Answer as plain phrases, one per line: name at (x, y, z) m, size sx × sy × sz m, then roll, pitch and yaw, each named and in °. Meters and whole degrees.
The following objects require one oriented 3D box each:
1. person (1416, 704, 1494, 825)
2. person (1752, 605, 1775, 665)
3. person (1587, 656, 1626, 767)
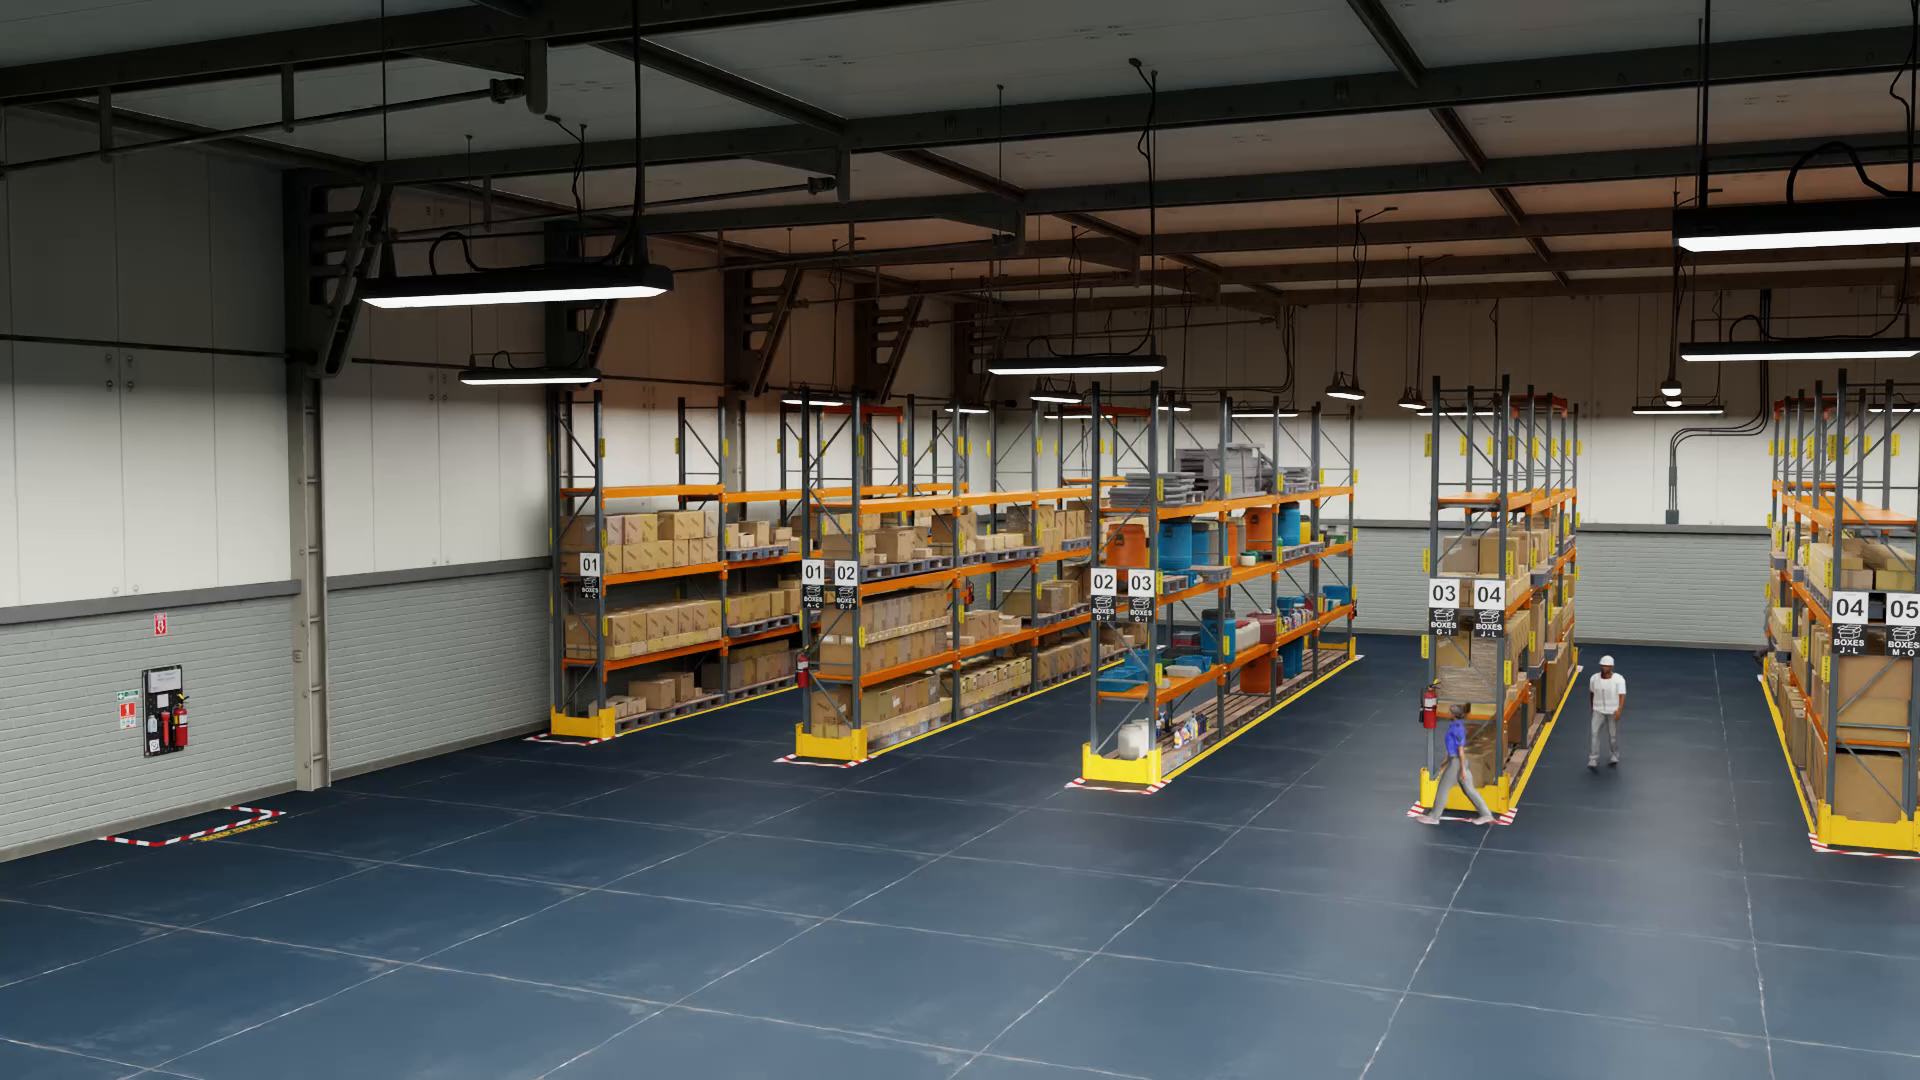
person at (6.565, 2.975, 22.007) m, size 0.970 × 1.595 × 0.476 m, roll 1°, pitch 3°, yaw 22°
person at (18.333, 2.073, 37.615) m, size 0.863 × 1.709 × 0.548 m, roll 3°, pitch 4°, yaw 44°
person at (10.164, 2.647, 26.128) m, size 0.582 × 1.653 × 0.829 m, roll 2°, pitch 4°, yaw 35°
